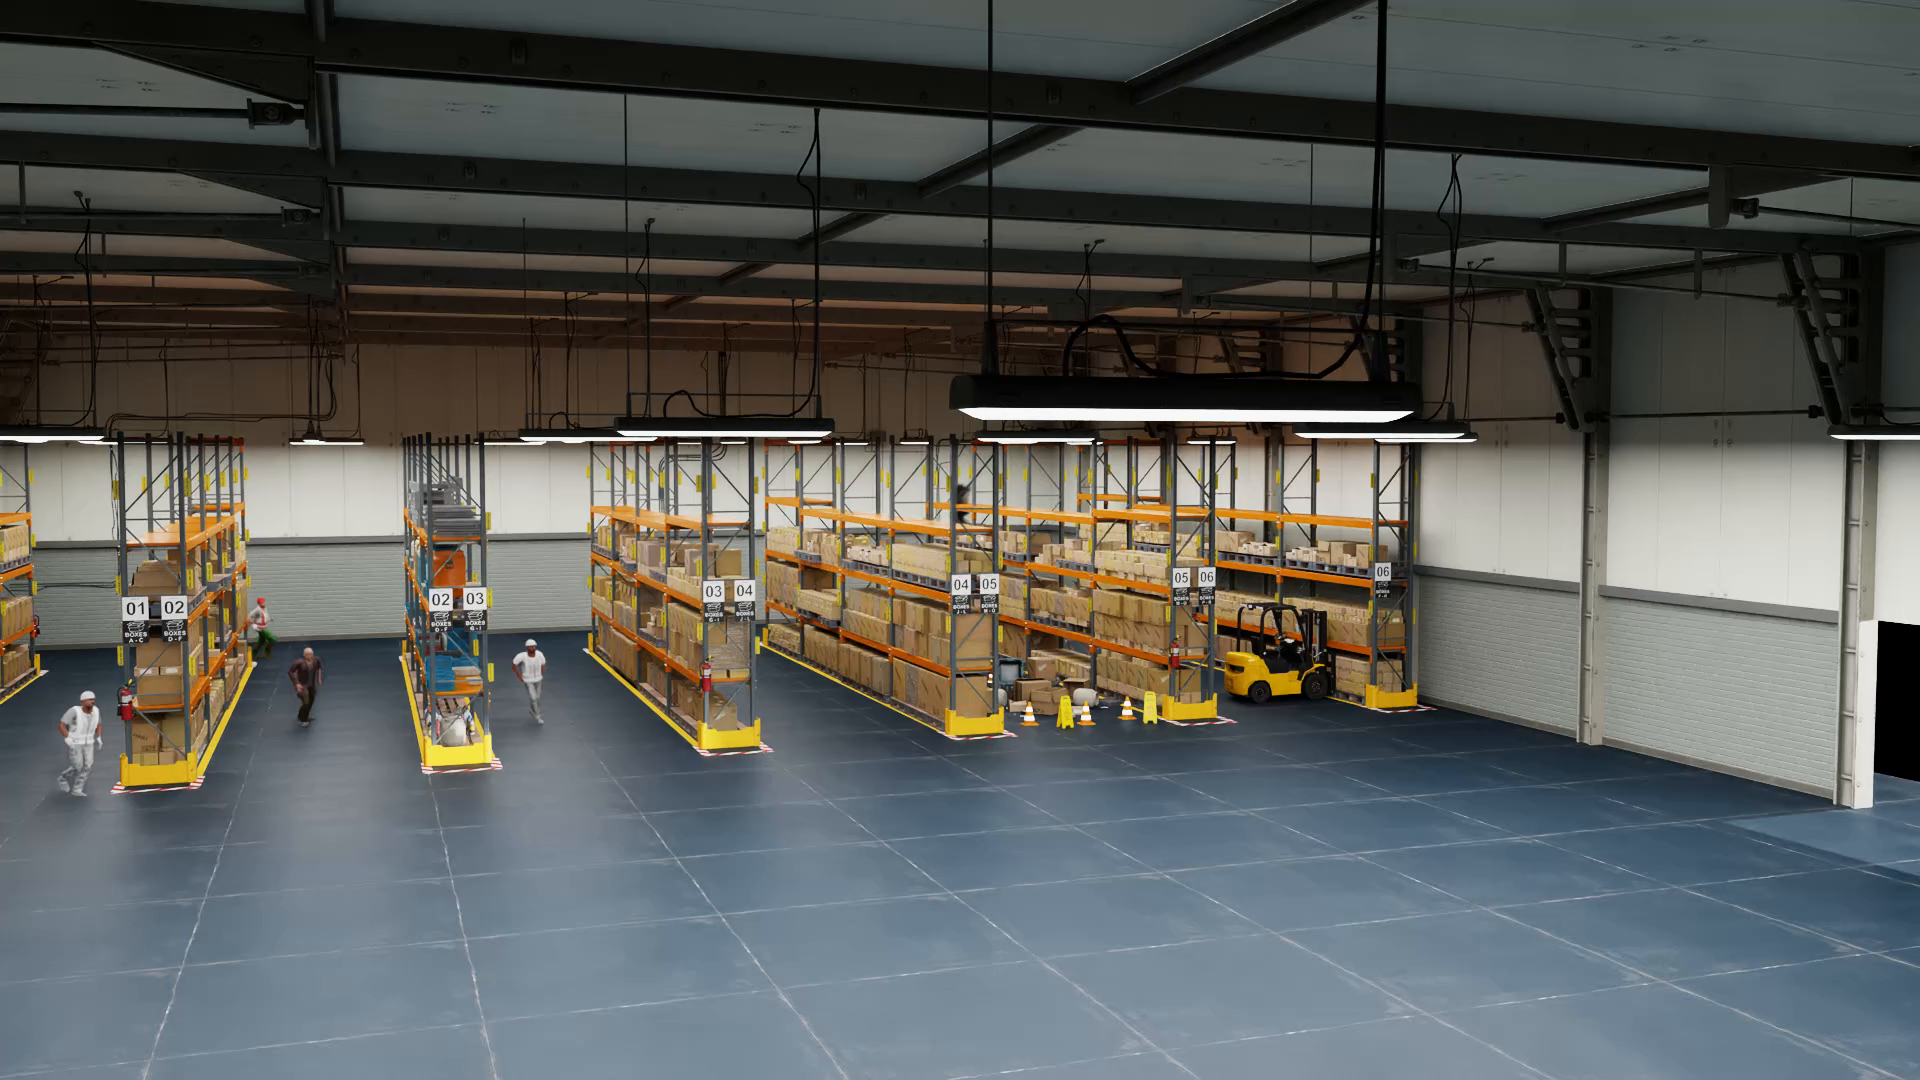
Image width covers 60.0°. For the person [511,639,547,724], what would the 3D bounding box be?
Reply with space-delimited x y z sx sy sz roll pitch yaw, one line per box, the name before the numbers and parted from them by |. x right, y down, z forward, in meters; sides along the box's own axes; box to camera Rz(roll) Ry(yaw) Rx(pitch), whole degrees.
person | -8.901 2.919 34.516 0.696 1.738 0.870 -3 4 -42

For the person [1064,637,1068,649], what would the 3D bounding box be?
person | 2.741 2.255 46.850 0.584 1.567 0.924 -1 3 -25

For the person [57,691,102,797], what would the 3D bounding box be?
person | -14.517 3.352 27.432 0.652 1.735 0.704 2 4 30

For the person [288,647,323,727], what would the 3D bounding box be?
person | -13.527 2.997 34.334 0.827 1.634 0.785 2 4 30

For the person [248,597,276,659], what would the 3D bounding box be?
person | -18.819 2.399 44.800 0.716 1.733 0.786 0 3 -8
